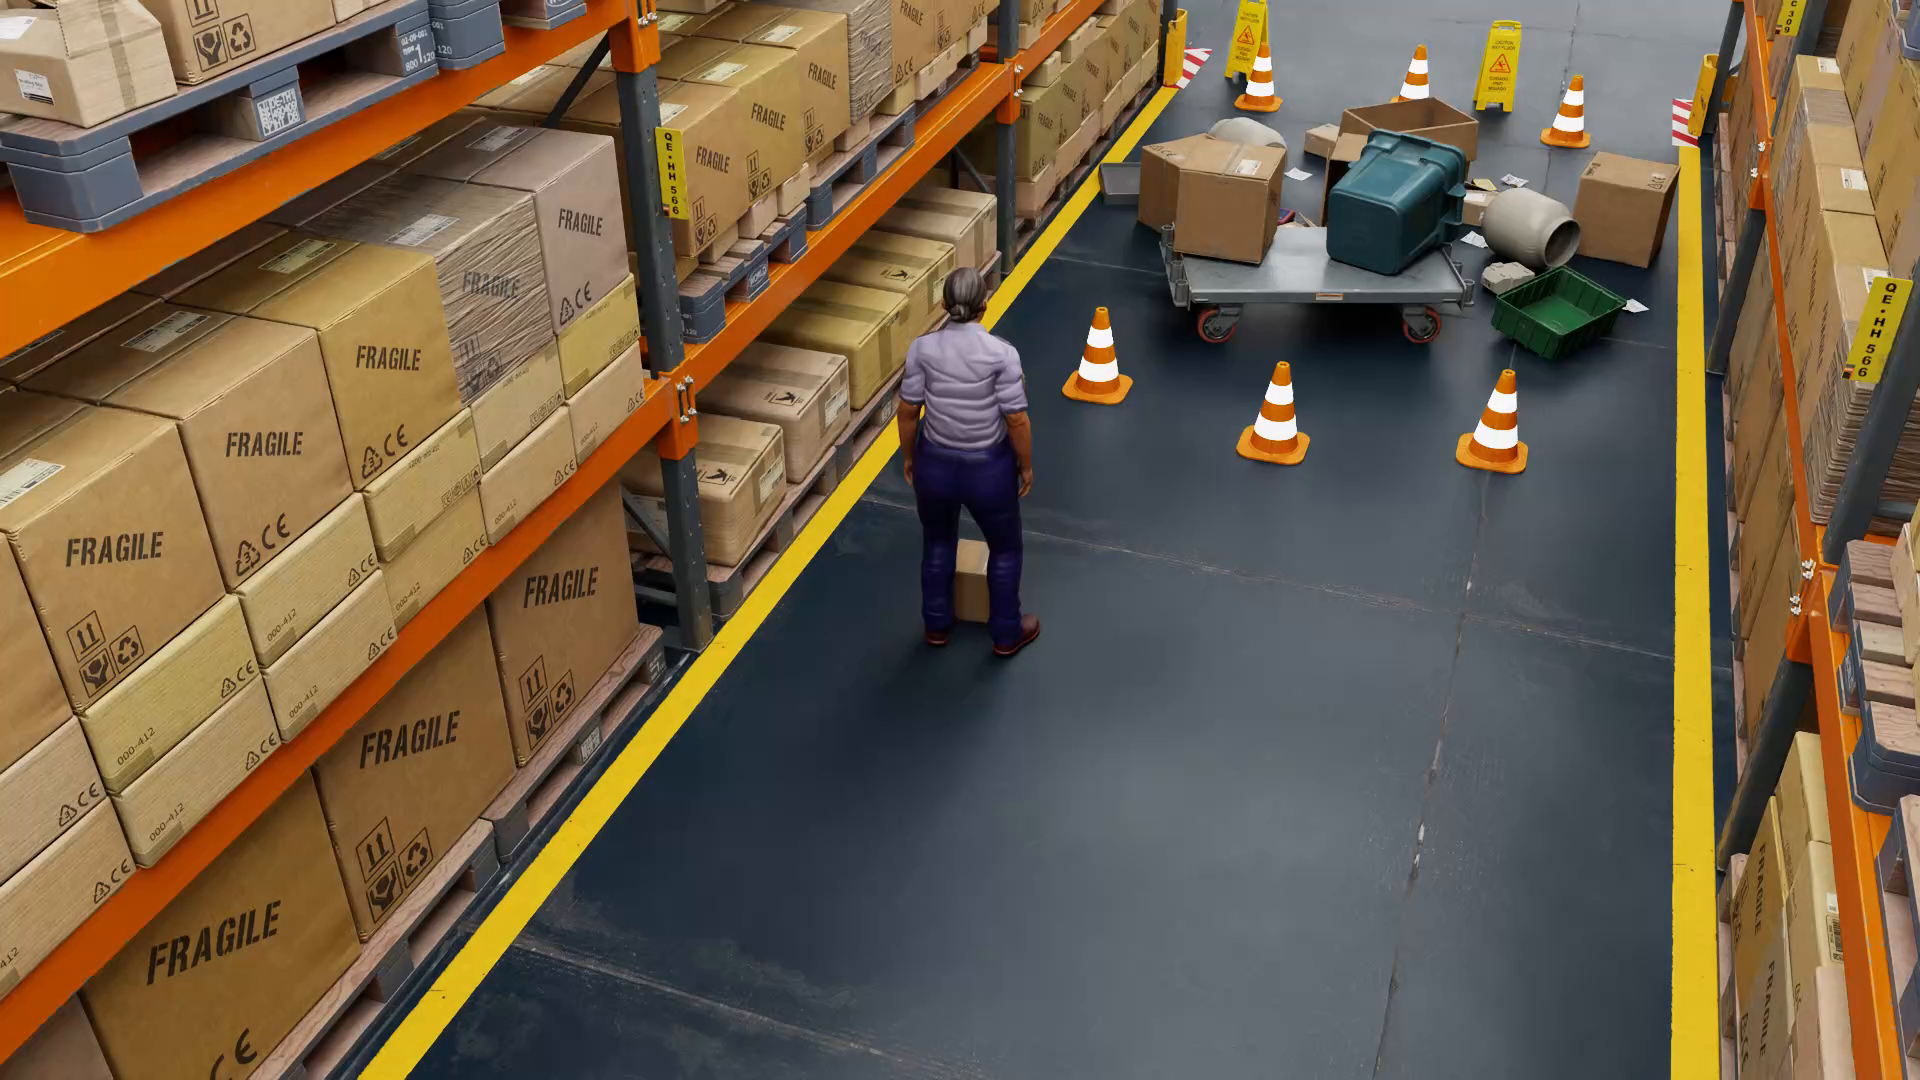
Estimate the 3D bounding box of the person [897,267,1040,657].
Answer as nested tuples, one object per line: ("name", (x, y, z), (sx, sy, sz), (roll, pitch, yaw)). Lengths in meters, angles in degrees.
("person", (0.038, -0.279, 6.569), (0.565, 1.651, 0.370), (8, 34, 12))
